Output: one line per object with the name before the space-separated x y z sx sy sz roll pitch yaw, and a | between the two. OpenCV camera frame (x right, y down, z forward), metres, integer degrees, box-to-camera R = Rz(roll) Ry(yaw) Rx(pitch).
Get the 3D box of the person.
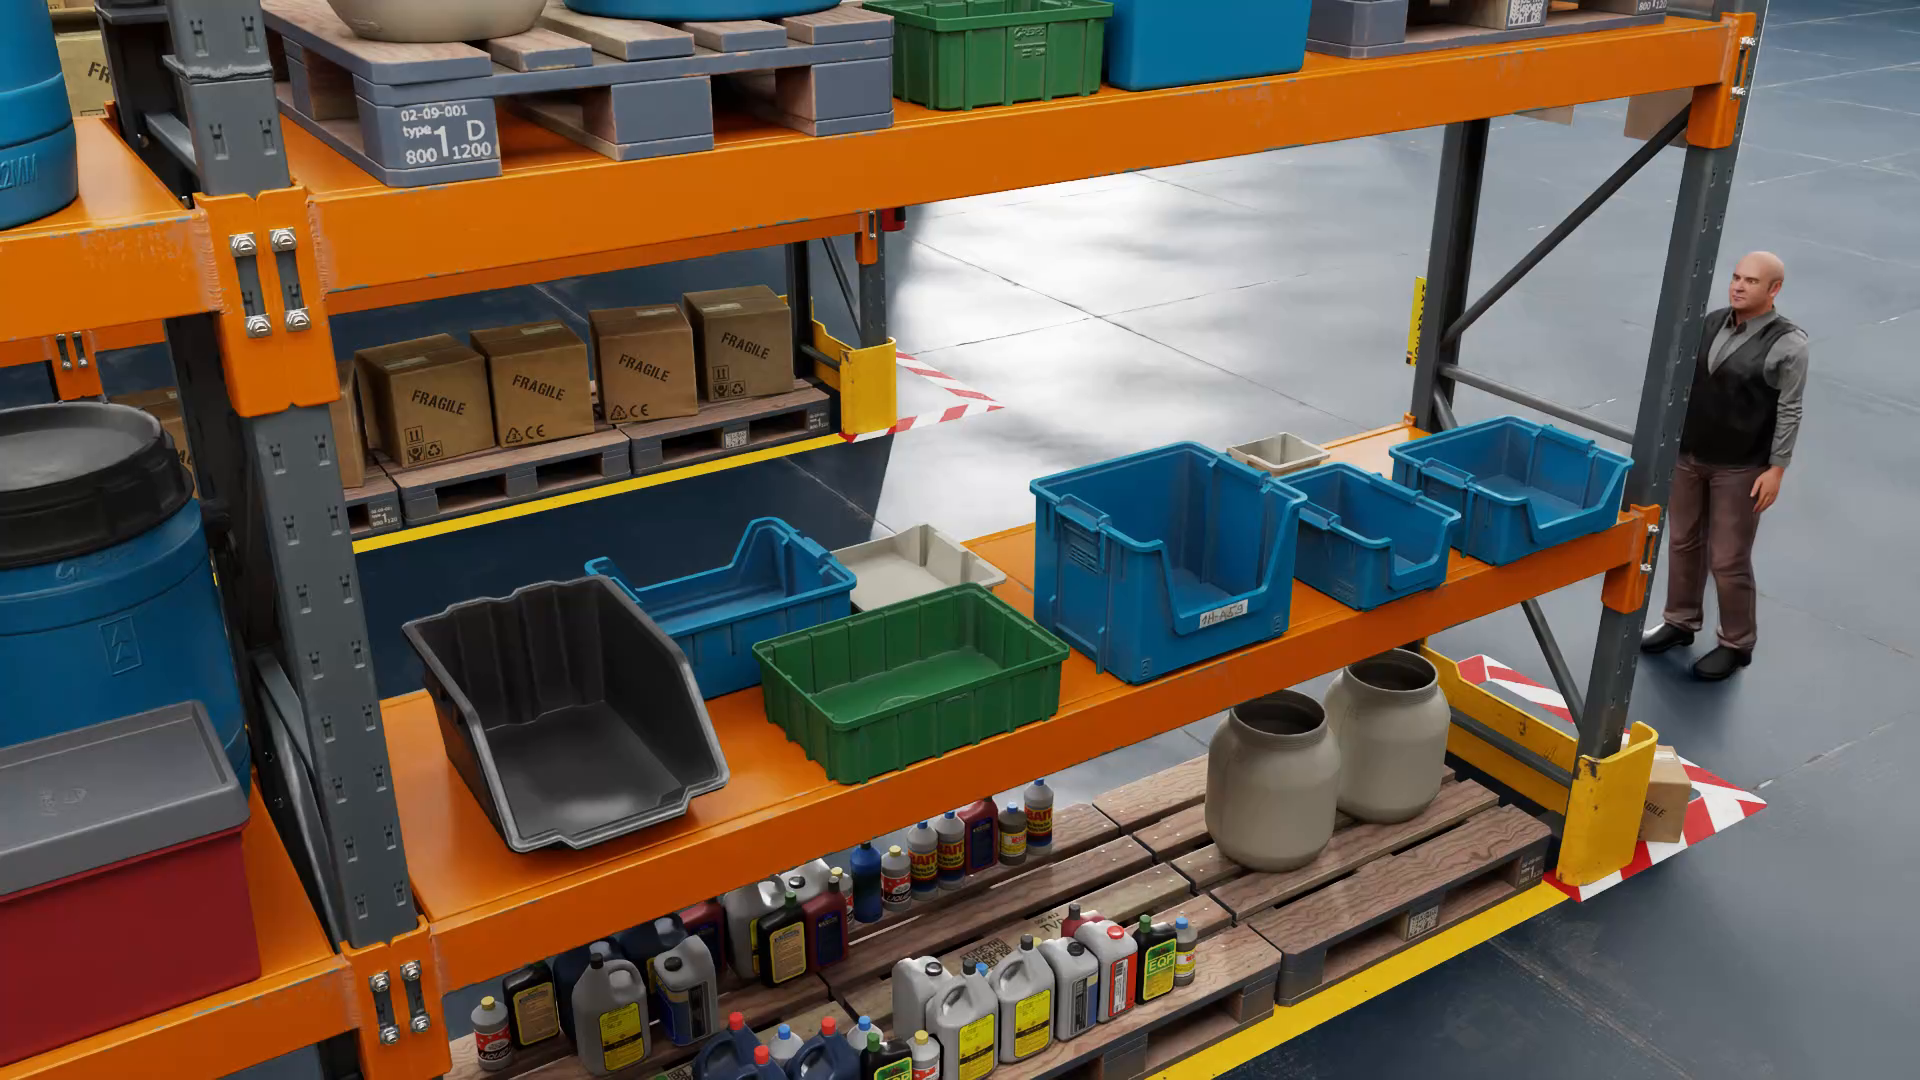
person | 3.092 -0.319 6.797 0.386 1.727 0.566 -12 28 -25
